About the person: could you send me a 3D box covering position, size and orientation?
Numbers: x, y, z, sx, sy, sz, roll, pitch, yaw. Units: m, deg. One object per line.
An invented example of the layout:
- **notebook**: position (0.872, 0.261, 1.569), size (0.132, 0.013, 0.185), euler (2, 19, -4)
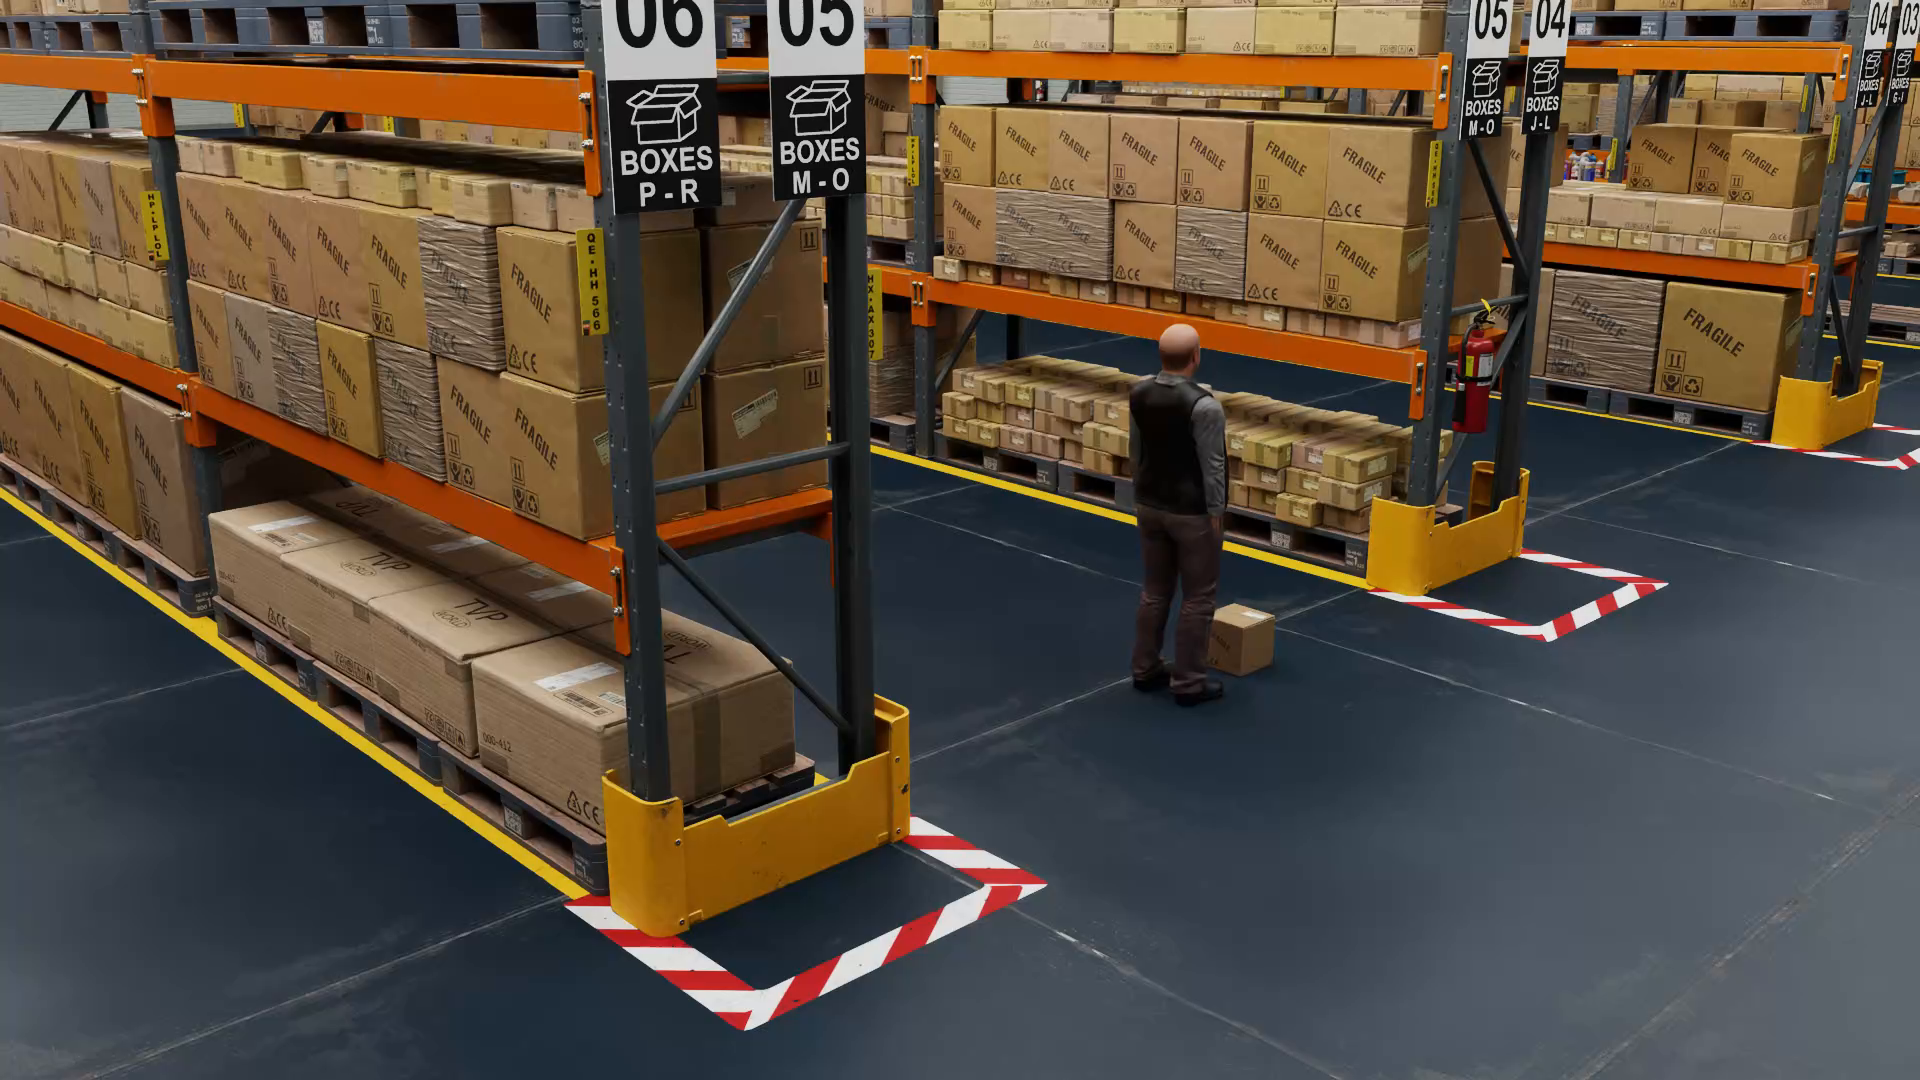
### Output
- **person**: position (0.988, -0.126, 7.504), size (0.347, 1.718, 0.530), euler (-15, 23, -40)
